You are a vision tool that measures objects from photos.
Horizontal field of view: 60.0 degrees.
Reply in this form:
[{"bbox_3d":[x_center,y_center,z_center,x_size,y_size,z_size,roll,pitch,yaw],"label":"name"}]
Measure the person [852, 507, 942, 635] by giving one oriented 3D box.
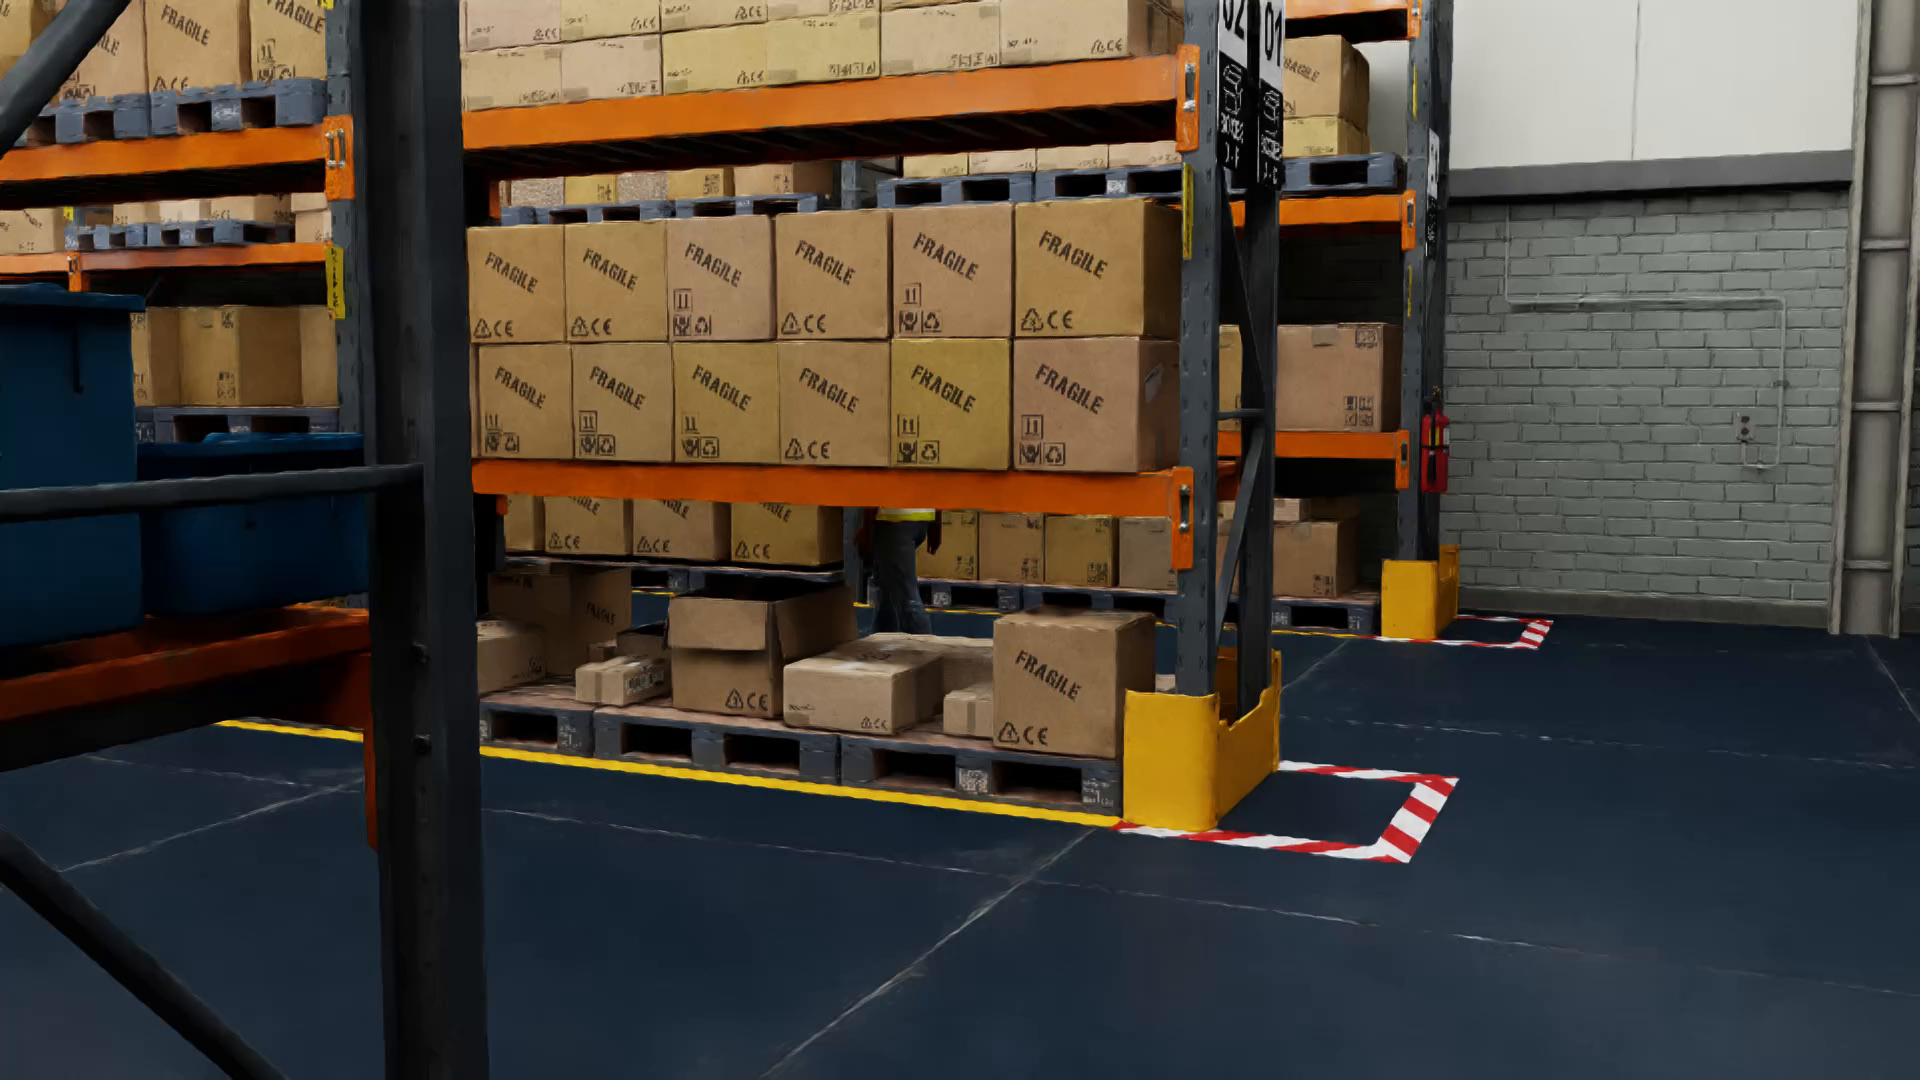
[{"bbox_3d":[-0.434,-0.106,8.931,0.789,1.747,0.568,3,6,29],"label":"person"}]
